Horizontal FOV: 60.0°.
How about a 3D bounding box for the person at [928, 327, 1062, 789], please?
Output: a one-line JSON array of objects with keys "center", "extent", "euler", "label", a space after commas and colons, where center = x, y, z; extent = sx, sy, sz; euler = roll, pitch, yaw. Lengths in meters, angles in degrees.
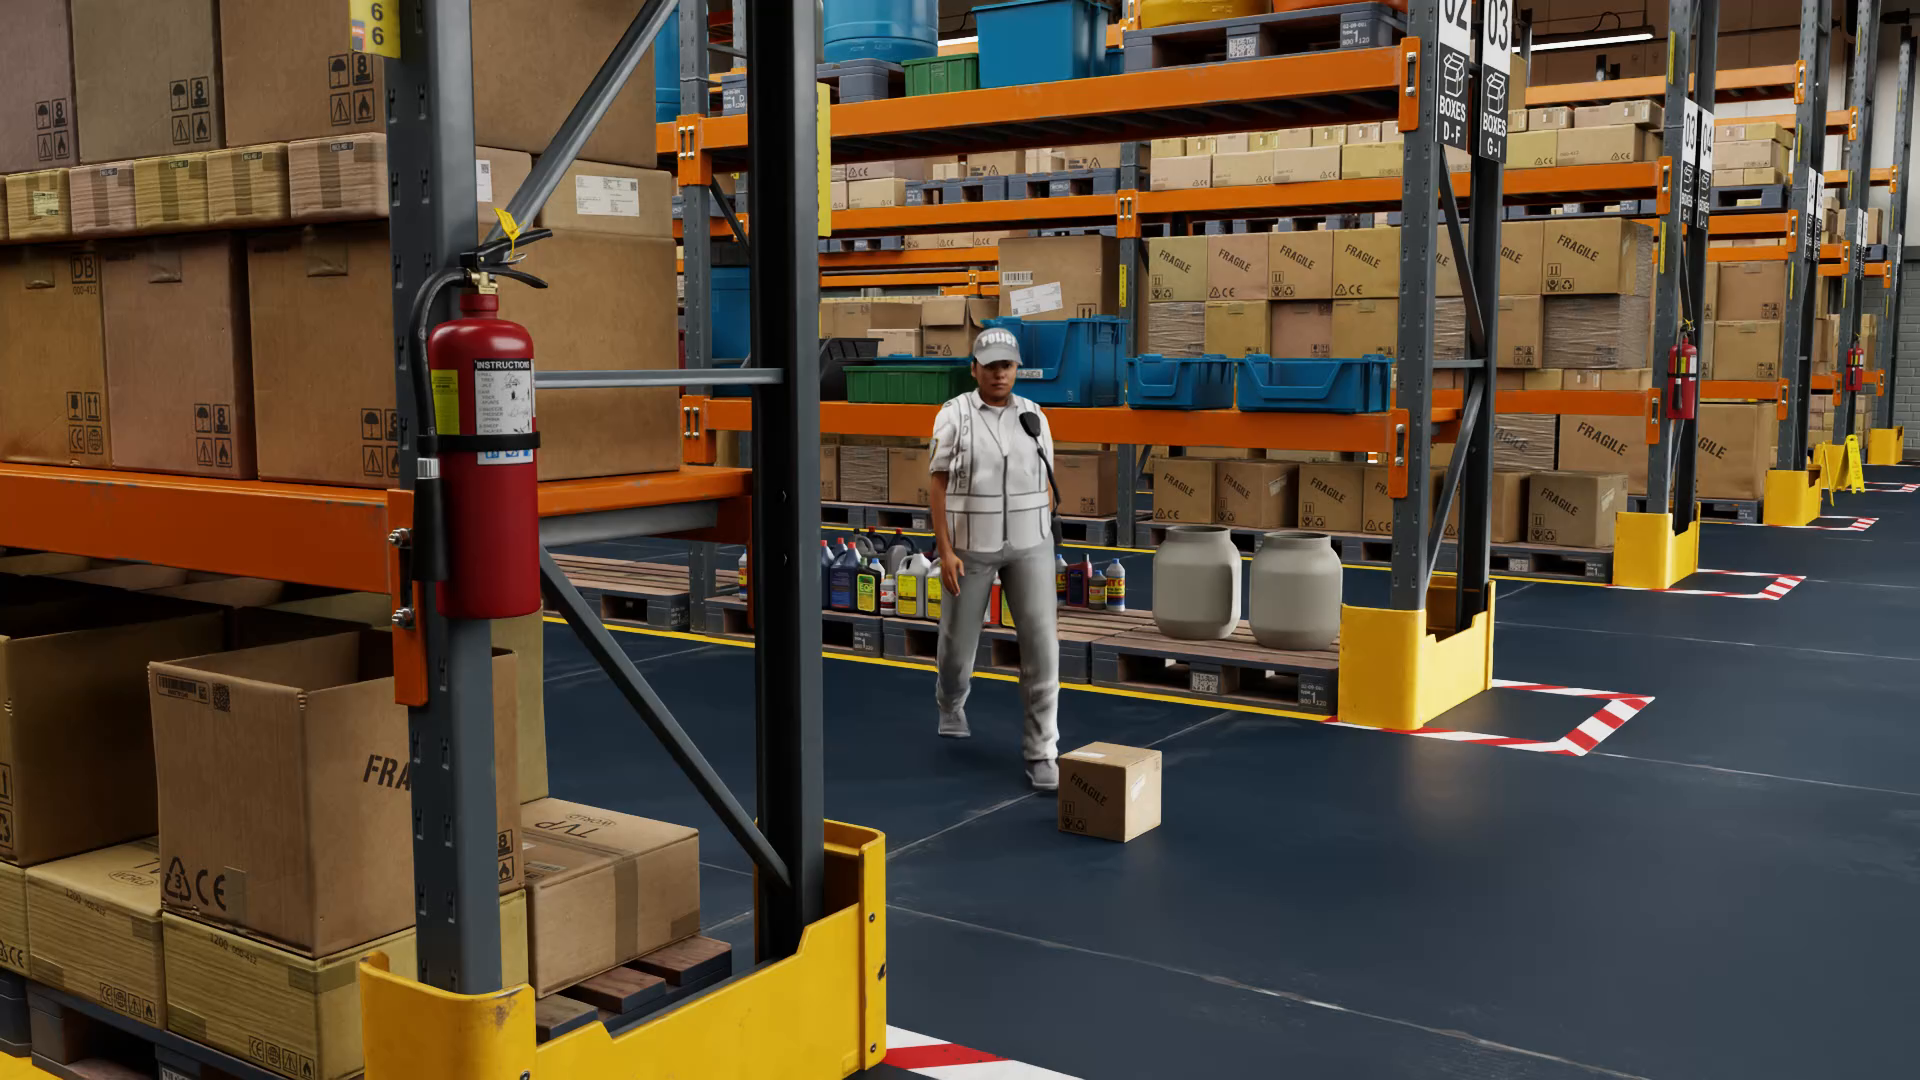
[{"center": [0.124, 0.038, 6.123], "extent": [0.490, 1.632, 0.845], "euler": [-1, 6, -8], "label": "person"}]
